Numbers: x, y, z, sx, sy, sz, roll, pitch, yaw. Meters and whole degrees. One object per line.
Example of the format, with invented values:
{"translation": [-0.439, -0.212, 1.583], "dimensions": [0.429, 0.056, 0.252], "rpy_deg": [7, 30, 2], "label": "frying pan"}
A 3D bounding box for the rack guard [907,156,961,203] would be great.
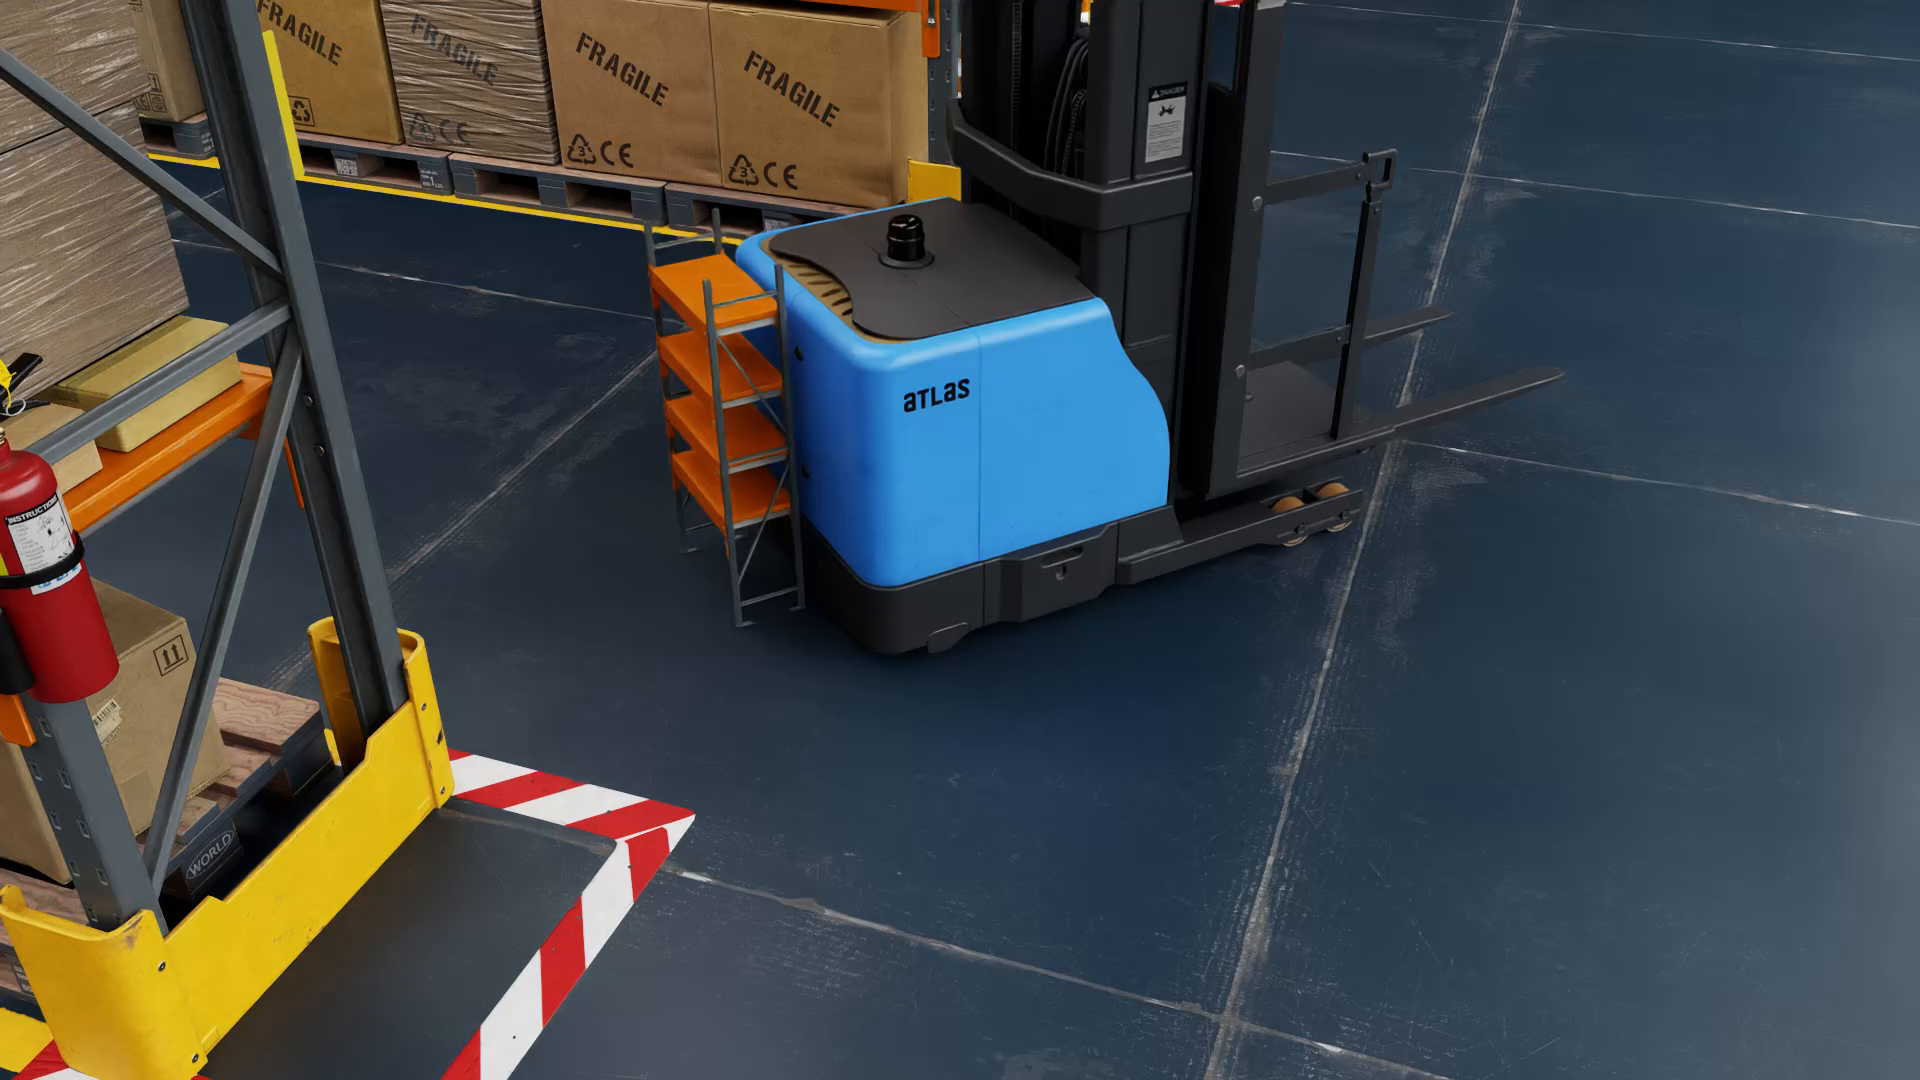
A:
{"translation": [0.103, -1.760, 8.014], "dimensions": [0.348, 0.500, 1.175], "rpy_deg": [11, 34, 16], "label": "rack guard"}

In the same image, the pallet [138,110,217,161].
{"translation": [-4.437, -2.477, 9.392], "dimensions": [1.213, 0.211, 1.003], "rpy_deg": [11, 34, 16], "label": "pallet"}

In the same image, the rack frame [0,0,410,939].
{"translation": [-1.688, -0.300, 3.449], "dimensions": [0.127, 3.000, 1.000], "rpy_deg": [11, 34, 16], "label": "rack frame"}

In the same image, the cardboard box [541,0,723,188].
{"translation": [-1.409, -2.348, 8.193], "dimensions": [0.875, 0.875, 0.875], "rpy_deg": [10, 34, 16], "label": "cardboard box"}

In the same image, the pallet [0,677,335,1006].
{"translation": [-2.512, 0.691, 4.485], "dimensions": [1.213, 0.211, 1.003], "rpy_deg": [11, 34, 16], "label": "pallet"}

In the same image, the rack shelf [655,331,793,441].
{"translation": [-0.731, -0.502, 5.132], "dimensions": [0.258, 0.148, 0.480], "rpy_deg": [-17, 36, -24], "label": "rack shelf"}

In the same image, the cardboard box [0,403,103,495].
{"translation": [-2.026, -0.141, 3.435], "dimensions": [0.250, 0.149, 0.380], "rpy_deg": [11, 34, 16], "label": "cardboard box"}

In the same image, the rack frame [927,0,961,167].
{"translation": [0.081, -2.814, 7.343], "dimensions": [0.127, 3.000, 1.000], "rpy_deg": [11, 34, 16], "label": "rack frame"}

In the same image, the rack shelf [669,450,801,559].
{"translation": [-0.729, -0.148, 5.362], "dimensions": [0.258, 0.148, 0.480], "rpy_deg": [-17, 36, -24], "label": "rack shelf"}

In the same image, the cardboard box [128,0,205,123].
{"translation": [-4.300, -2.845, 9.078], "dimensions": [0.750, 0.750, 1.050], "rpy_deg": [11, 34, 16], "label": "cardboard box"}

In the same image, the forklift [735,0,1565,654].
{"translation": [0.817, -1.445, 5.286], "dimensions": [3.031, 2.935, 1.130], "rpy_deg": [-17, 36, -24], "label": "forklift"}

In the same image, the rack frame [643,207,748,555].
{"translation": [-0.847, -0.487, 5.397], "dimensions": [0.240, 1.200, 0.015], "rpy_deg": [-17, 36, -24], "label": "rack frame"}

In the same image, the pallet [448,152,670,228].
{"translation": [-1.843, -1.973, 8.611], "dimensions": [1.213, 0.211, 1.003], "rpy_deg": [11, 34, 16], "label": "pallet"}

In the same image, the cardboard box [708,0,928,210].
{"translation": [-0.580, -2.188, 7.945], "dimensions": [0.875, 0.875, 0.875], "rpy_deg": [11, 35, 17], "label": "cardboard box"}

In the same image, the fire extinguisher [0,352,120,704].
{"translation": [-1.736, -0.011, 3.073], "dimensions": [0.183, 0.674, 0.296], "rpy_deg": [11, 34, 16], "label": "fire extinguisher"}

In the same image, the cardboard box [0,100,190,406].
{"translation": [-2.196, -0.582, 3.519], "dimensions": [0.500, 0.500, 0.875], "rpy_deg": [11, 34, 16], "label": "cardboard box"}

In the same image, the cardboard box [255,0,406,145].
{"translation": [-3.116, -2.679, 8.706], "dimensions": [0.875, 0.875, 0.875], "rpy_deg": [12, 35, 17], "label": "cardboard box"}

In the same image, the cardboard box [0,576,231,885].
{"translation": [-2.270, 0.451, 4.203], "dimensions": [0.500, 0.500, 0.500], "rpy_deg": [18, 37, 25], "label": "cardboard box"}

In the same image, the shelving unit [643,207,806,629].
{"translation": [-0.730, -0.371, 5.217], "dimensions": [0.258, 1.200, 0.503], "rpy_deg": [-17, 36, -24], "label": "shelving unit"}

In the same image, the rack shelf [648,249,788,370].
{"translation": [-0.732, -0.701, 5.003], "dimensions": [0.258, 0.148, 0.480], "rpy_deg": [-17, 36, -24], "label": "rack shelf"}

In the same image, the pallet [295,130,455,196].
{"translation": [-2.995, -2.195, 8.956], "dimensions": [1.213, 0.211, 1.003], "rpy_deg": [11, 34, 16], "label": "pallet"}

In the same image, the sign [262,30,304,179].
{"translation": [-1.505, -0.941, 3.643], "dimensions": [0.005, 0.325, 0.100], "rpy_deg": [11, 34, 16], "label": "sign"}

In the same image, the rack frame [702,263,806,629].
{"translation": [-0.613, -0.255, 5.037], "dimensions": [0.240, 1.200, 0.015], "rpy_deg": [-17, 36, -24], "label": "rack frame"}

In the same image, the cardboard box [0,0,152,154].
{"translation": [-2.114, -1.127, 3.442], "dimensions": [0.500, 0.500, 0.500], "rpy_deg": [11, 34, 16], "label": "cardboard box"}

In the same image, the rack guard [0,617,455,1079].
{"translation": [-1.759, 0.736, 4.149], "dimensions": [0.348, 0.500, 1.175], "rpy_deg": [11, 34, 16], "label": "rack guard"}

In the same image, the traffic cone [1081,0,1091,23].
{"translation": [0.761, -3.085, 10.102], "dimensions": [0.334, 0.463, 0.336], "rpy_deg": [11, 34, 16], "label": "traffic cone"}

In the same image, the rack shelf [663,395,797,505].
{"translation": [-0.730, -0.314, 5.254], "dimensions": [0.258, 0.148, 0.480], "rpy_deg": [-17, 36, -24], "label": "rack shelf"}

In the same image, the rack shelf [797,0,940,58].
{"translation": [-1.802, -2.878, 8.105], "dimensions": [4.000, 0.370, 1.077], "rpy_deg": [11, 34, 16], "label": "rack shelf"}

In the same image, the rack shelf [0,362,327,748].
{"translation": [-3.571, -0.364, 4.211], "dimensions": [4.000, 0.370, 1.077], "rpy_deg": [11, 34, 16], "label": "rack shelf"}

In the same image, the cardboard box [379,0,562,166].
{"translation": [-2.267, -2.516, 8.453], "dimensions": [0.875, 0.875, 0.875], "rpy_deg": [11, 35, 17], "label": "cardboard box"}

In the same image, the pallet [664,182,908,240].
{"translation": [-0.698, -1.749, 8.264], "dimensions": [1.213, 0.211, 1.003], "rpy_deg": [11, 34, 16], "label": "pallet"}

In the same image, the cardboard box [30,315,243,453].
{"translation": [-1.876, -0.368, 3.787], "dimensions": [0.250, 0.149, 0.380], "rpy_deg": [11, 34, 16], "label": "cardboard box"}
